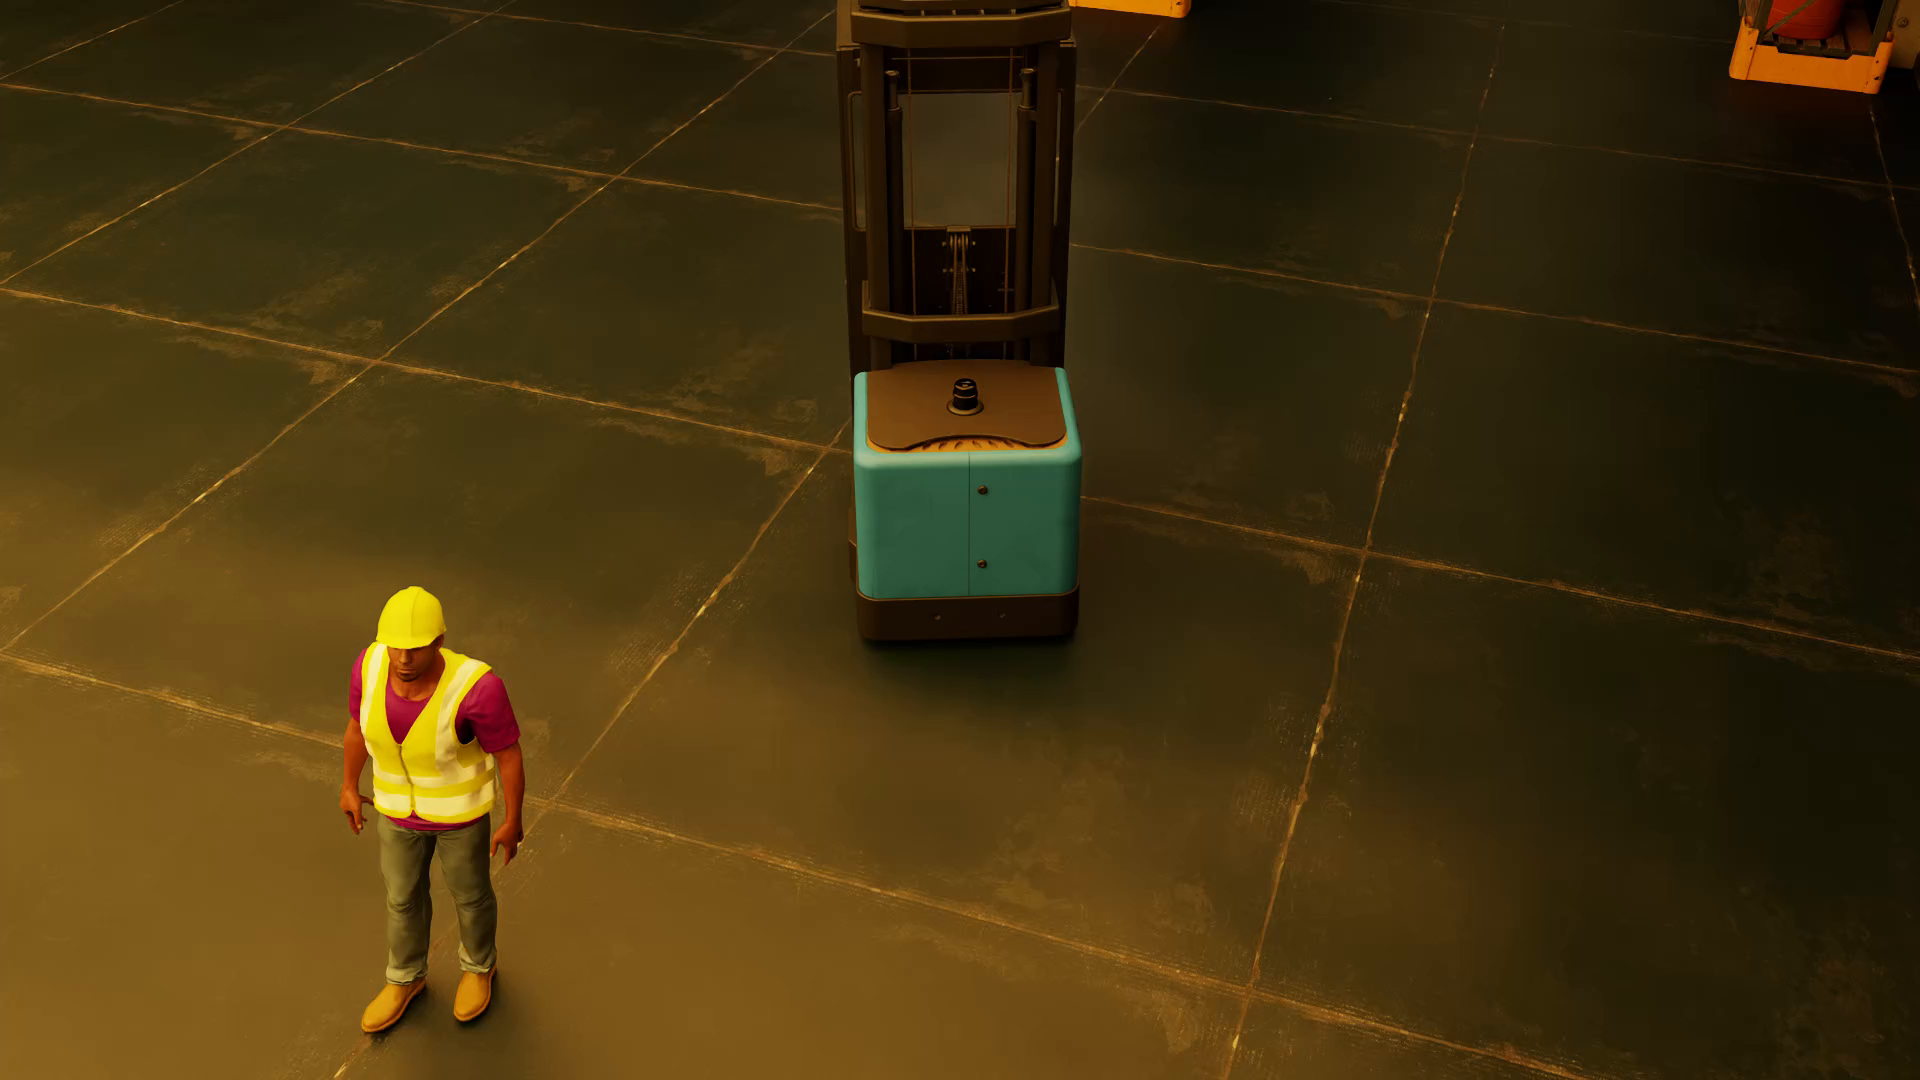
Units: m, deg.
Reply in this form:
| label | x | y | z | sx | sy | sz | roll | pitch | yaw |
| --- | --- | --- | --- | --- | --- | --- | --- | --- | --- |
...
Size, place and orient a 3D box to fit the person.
| label | x | y | z | sx | sy | sz | roll | pitch | yaw |
| --- | --- | --- | --- | --- | --- | --- | --- | --- | --- |
| person | -1.844 | 0.962 | 5.749 | 0.666 | 1.766 | 0.577 | 6 | 36 | 9 |

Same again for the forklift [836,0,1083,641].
| label | x | y | z | sx | sy | sz | roll | pitch | yaw |
| --- | --- | --- | --- | --- | --- | --- | --- | --- | --- |
| forklift | -0.029 | -1.547 | 8.293 | 1.130 | 2.935 | 3.031 | -2 | 35 | -2 |
